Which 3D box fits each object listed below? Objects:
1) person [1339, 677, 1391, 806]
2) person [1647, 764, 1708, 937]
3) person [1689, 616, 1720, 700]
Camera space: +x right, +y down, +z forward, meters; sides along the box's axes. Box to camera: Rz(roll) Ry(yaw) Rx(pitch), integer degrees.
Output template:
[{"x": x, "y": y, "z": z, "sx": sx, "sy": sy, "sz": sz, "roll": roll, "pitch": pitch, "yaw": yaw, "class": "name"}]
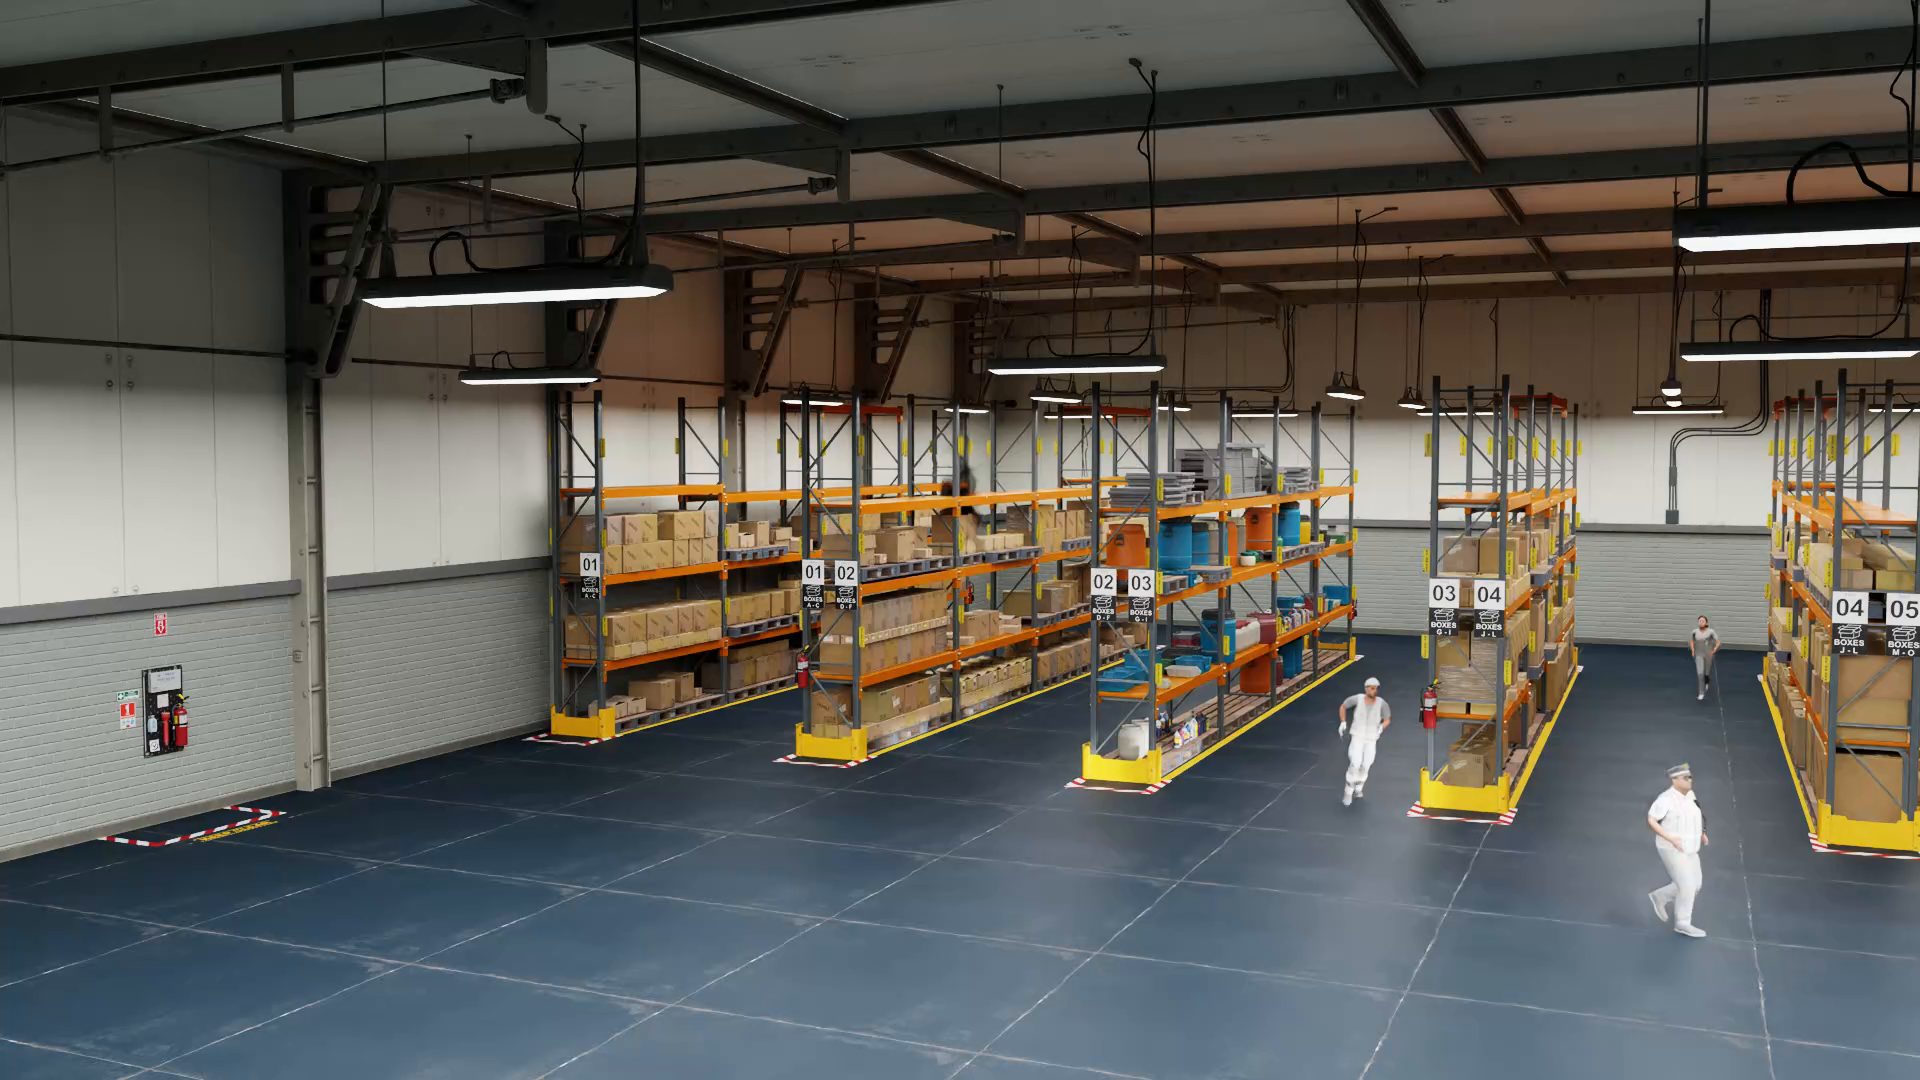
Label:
[{"x": 5.710, "y": 2.829, "z": 23.452, "sx": 0.692, "sy": 1.811, "sz": 0.795, "roll": 0, "pitch": 3, "yaw": 2, "class": "person"}, {"x": 7.426, "y": 3.175, "z": 17.226, "sx": 0.690, "sy": 1.745, "sz": 0.703, "roll": -2, "pitch": 4, "yaw": -33, "class": "person"}, {"x": 14.942, "y": 2.344, "z": 33.369, "sx": 0.570, "sy": 1.669, "sz": 0.711, "roll": 2, "pitch": 4, "yaw": 32, "class": "person"}]
